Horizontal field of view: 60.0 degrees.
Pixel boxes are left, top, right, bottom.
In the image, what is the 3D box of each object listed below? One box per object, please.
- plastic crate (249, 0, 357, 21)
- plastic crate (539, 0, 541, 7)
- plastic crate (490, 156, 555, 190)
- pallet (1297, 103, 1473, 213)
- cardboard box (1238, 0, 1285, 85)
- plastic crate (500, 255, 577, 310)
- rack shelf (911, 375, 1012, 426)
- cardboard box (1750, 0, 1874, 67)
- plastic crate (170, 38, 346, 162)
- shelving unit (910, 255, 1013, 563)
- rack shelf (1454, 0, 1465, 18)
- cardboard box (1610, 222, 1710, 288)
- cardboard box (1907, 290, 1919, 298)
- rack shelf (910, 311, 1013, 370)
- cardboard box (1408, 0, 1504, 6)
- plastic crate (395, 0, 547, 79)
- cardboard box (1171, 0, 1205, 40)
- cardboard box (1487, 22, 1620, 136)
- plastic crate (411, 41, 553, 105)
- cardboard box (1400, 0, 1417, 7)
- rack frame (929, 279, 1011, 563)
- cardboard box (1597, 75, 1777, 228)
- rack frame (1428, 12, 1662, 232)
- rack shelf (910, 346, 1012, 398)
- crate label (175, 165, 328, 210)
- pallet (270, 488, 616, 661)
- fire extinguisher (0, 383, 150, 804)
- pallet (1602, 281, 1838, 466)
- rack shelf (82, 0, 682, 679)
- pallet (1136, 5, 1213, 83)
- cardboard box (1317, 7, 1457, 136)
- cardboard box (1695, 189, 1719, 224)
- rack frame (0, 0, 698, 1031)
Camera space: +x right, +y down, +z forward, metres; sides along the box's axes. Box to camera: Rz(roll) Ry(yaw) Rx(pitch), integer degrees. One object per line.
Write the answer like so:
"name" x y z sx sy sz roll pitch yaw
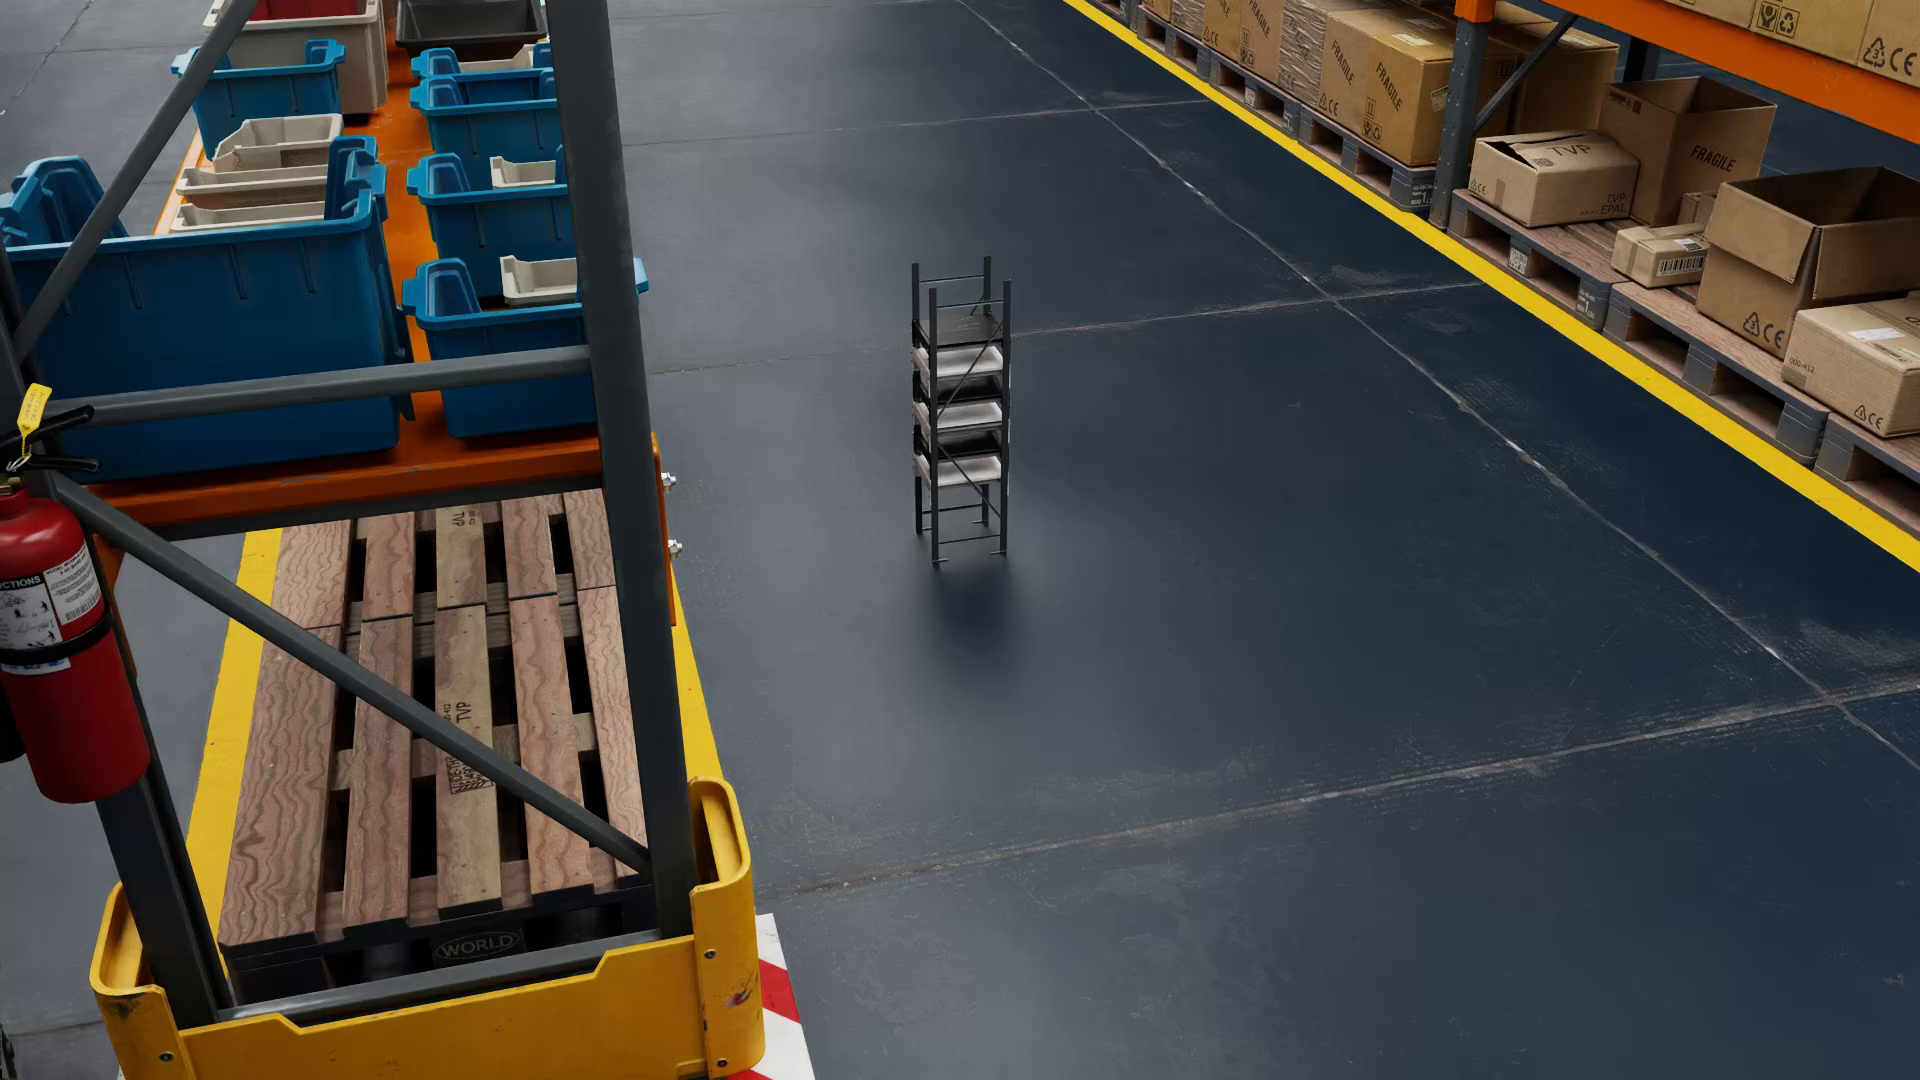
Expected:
"plastic crate" -2.081 -1.759 5.171 0.402 0.464 0.583 -8 31 -13
"plastic crate" -1.624 -2.009 5.683 0.392 0.384 0.575 -8 31 -13
"plastic crate" -0.948 -0.807 3.852 0.250 0.136 0.298 -8 31 -13
"pallet" 2.448 -2.008 8.508 1.003 0.211 1.213 -8 31 -13
"cardboard box" 1.900 -2.863 9.258 0.500 0.500 0.500 -9 31 -15
"plastic crate" -0.768 -0.479 3.286 0.250 0.136 0.298 -8 31 -13
"rack shelf" 0.002 -0.435 4.989 0.258 0.077 0.200 -8 31 -13
"cardboard box" 2.979 -1.854 5.358 0.500 0.500 0.500 -8 31 -14
"plastic crate" -1.807 -1.149 4.349 0.416 0.233 0.300 -8 31 -13
"shelving unit" 0.002 -0.386 5.018 0.258 0.900 0.210 -8 31 -13
"rack shelf" 2.169 -3.481 8.989 1.077 0.370 4.000 -8 31 -13
"cardboard box" 2.842 -1.143 6.620 0.380 0.166 0.250 -8 31 -13
"cardboard box" 3.625 -0.679 5.734 0.500 0.250 0.500 -8 31 -13
"rack shelf" 0.002 -0.590 4.899 0.258 0.077 0.200 -8 31 -13
"cardboard box" 2.541 -3.009 8.762 0.500 0.250 0.500 -8 31 -13
"plastic crate" -1.521 -1.572 5.186 0.437 0.125 0.590 -8 31 -13
"cardboard box" 1.628 -3.357 10.112 0.500 0.500 0.500 -9 31 -15
"cardboard box" 2.807 -2.201 8.115 0.500 0.500 0.500 -9 31 -16
"plastic crate" -1.192 -1.136 4.325 0.416 0.233 0.300 -8 31 -13
"cardboard box" 2.529 -2.700 8.976 0.500 0.500 0.500 -7 31 -13
"rack frame" 0.029 -0.336 4.933 0.240 0.900 0.006 -8 31 -13
"cardboard box" 3.125 -1.698 7.245 0.500 0.500 0.500 -8 31 -13
"rack frame" 2.700 -2.827 7.140 1.000 3.000 0.127 -8 31 -13
"rack shelf" 0.002 -0.512 4.944 0.258 0.077 0.200 -8 31 -13
"crate label" -1.566 -0.793 3.829 0.396 0.136 0.243 -8 31 -13
"pallet" -1.517 -0.023 5.079 1.003 0.211 1.213 -8 31 -13
"fire extinguisher" -1.413 0.090 2.550 0.296 0.674 0.183 -8 31 -13
"pallet" 3.209 -0.698 6.245 1.003 0.211 1.213 -8 31 -13
"rack shelf" -1.546 -0.893 4.516 1.077 0.370 4.000 -8 31 -13
"pallet" 1.800 -3.186 10.544 1.003 0.211 1.213 -8 31 -13
"cardboard box" 2.170 -2.376 8.416 0.500 0.500 0.500 -8 31 -13
"cardboard box" 3.324 -1.254 6.667 0.500 0.311 0.500 -8 31 -13
"rack frame" -1.015 -0.238 2.667 1.000 3.000 0.127 -8 31 -13
